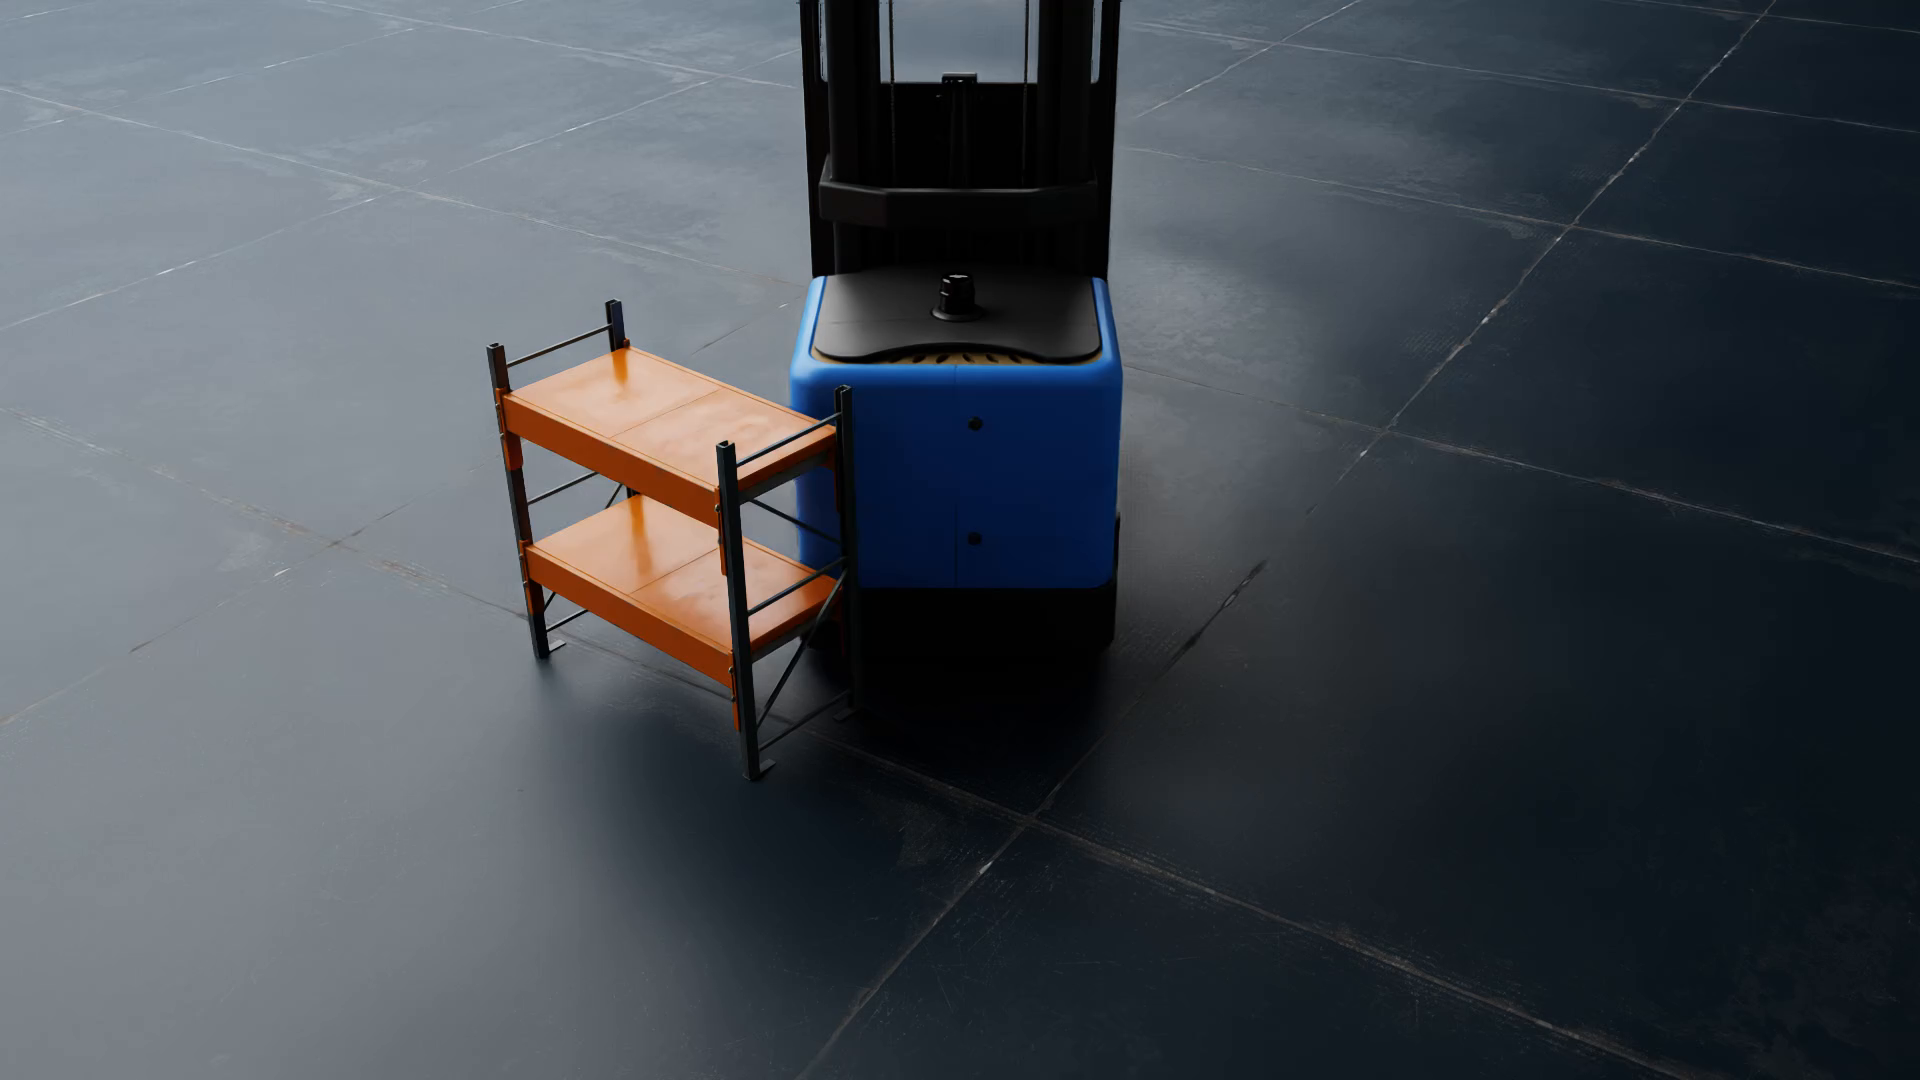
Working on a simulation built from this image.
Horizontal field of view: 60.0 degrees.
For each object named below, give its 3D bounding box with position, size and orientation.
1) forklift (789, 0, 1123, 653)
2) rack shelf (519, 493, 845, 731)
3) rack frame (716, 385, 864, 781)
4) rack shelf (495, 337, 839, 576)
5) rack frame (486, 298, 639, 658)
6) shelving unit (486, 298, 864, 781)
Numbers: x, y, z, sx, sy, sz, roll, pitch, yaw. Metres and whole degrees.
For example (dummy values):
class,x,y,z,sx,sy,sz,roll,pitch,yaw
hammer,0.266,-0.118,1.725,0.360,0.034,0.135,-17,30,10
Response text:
class,x,y,z,sx,sy,sz,roll,pitch,yaw
forklift,0.002,-1.597,6.078,1.130,2.935,3.031,0,30,0
rack shelf,-0.871,0.185,5.301,1.000,0.278,0.538,23,37,34
rack frame,-0.483,0.140,4.895,0.032,1.125,0.500,23,37,34
rack shelf,-0.871,-0.279,5.030,1.000,0.278,0.538,23,37,34
rack frame,-1.259,-0.191,5.461,0.032,1.125,0.500,23,37,34
shelving unit,-0.871,-0.026,5.178,1.048,1.125,0.538,23,37,34
